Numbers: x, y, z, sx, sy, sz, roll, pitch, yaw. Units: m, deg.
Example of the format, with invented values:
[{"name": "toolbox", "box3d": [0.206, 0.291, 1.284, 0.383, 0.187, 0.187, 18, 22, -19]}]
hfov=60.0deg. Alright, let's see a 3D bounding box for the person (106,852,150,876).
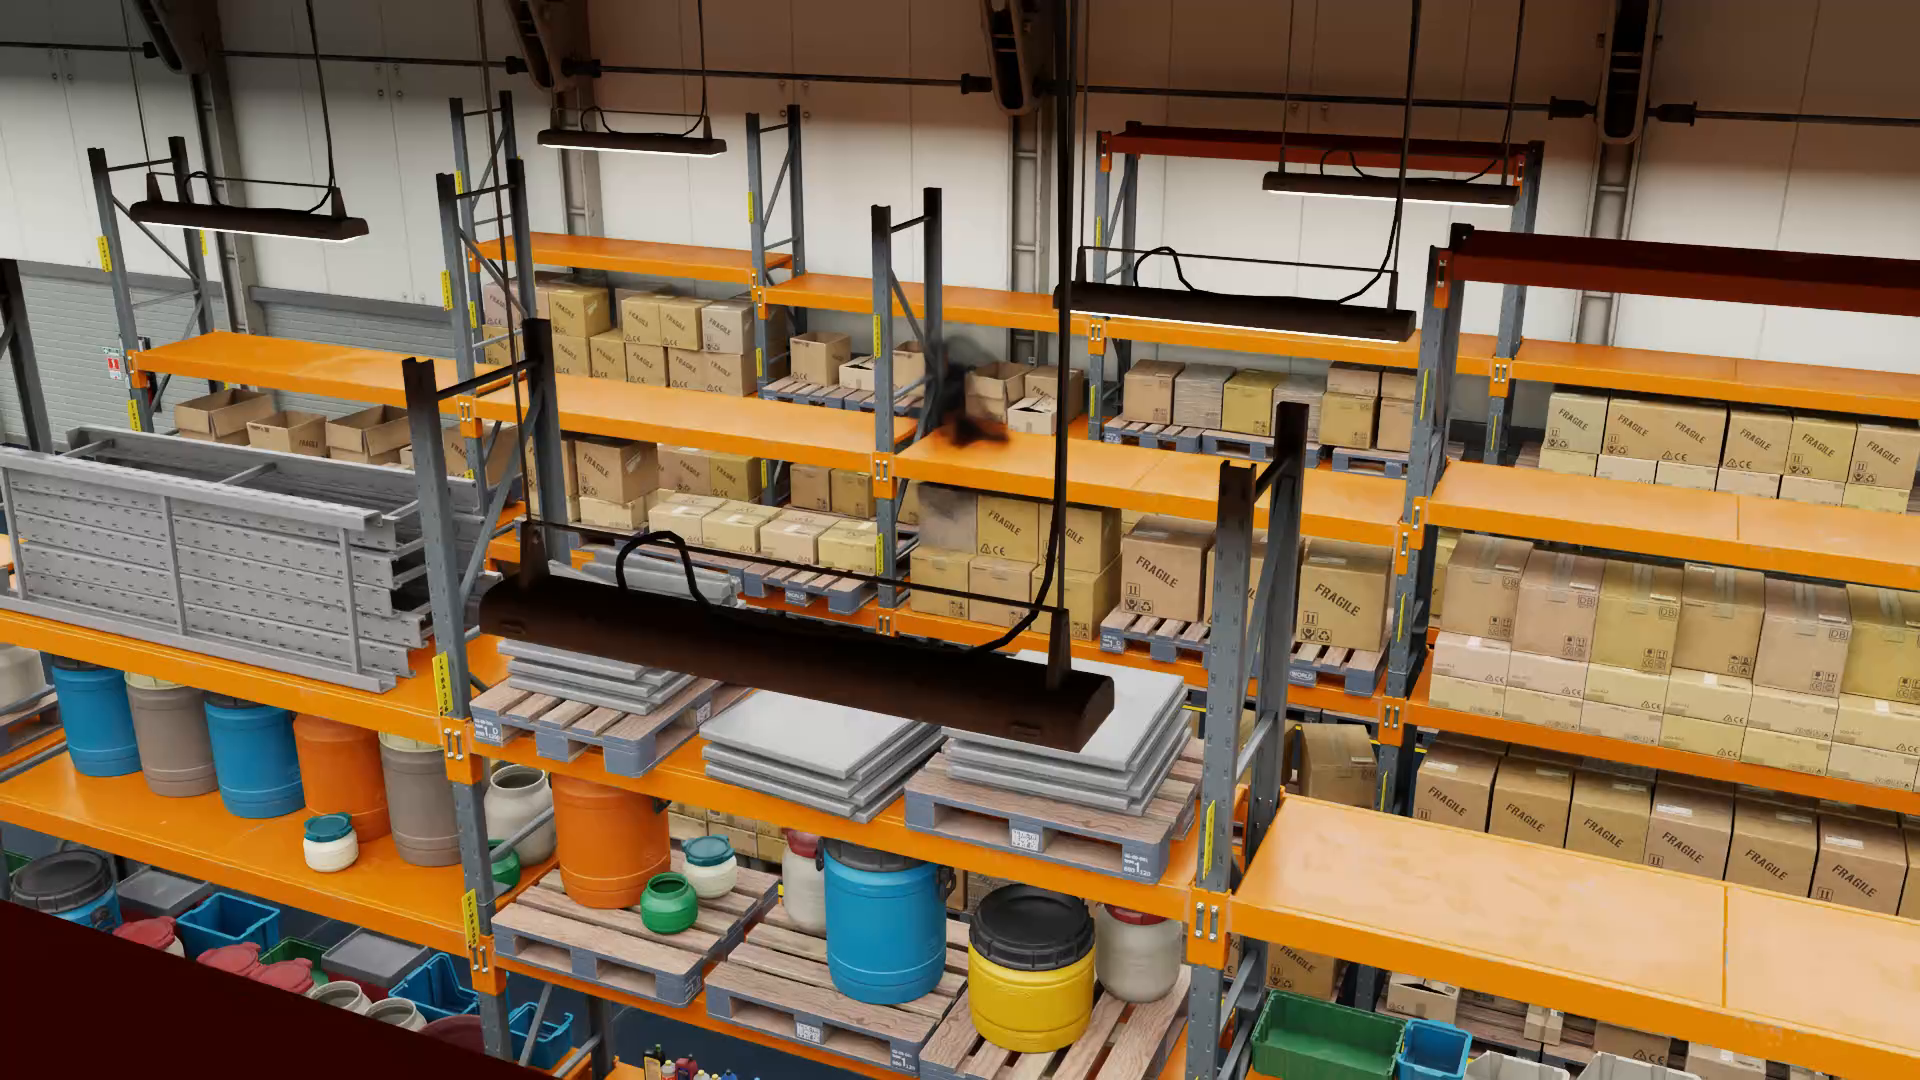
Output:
[{"name": "person", "box3d": [-6.927, 2.366, 14.002, 0.708, 1.681, 0.663, 3, 21, 7]}]
